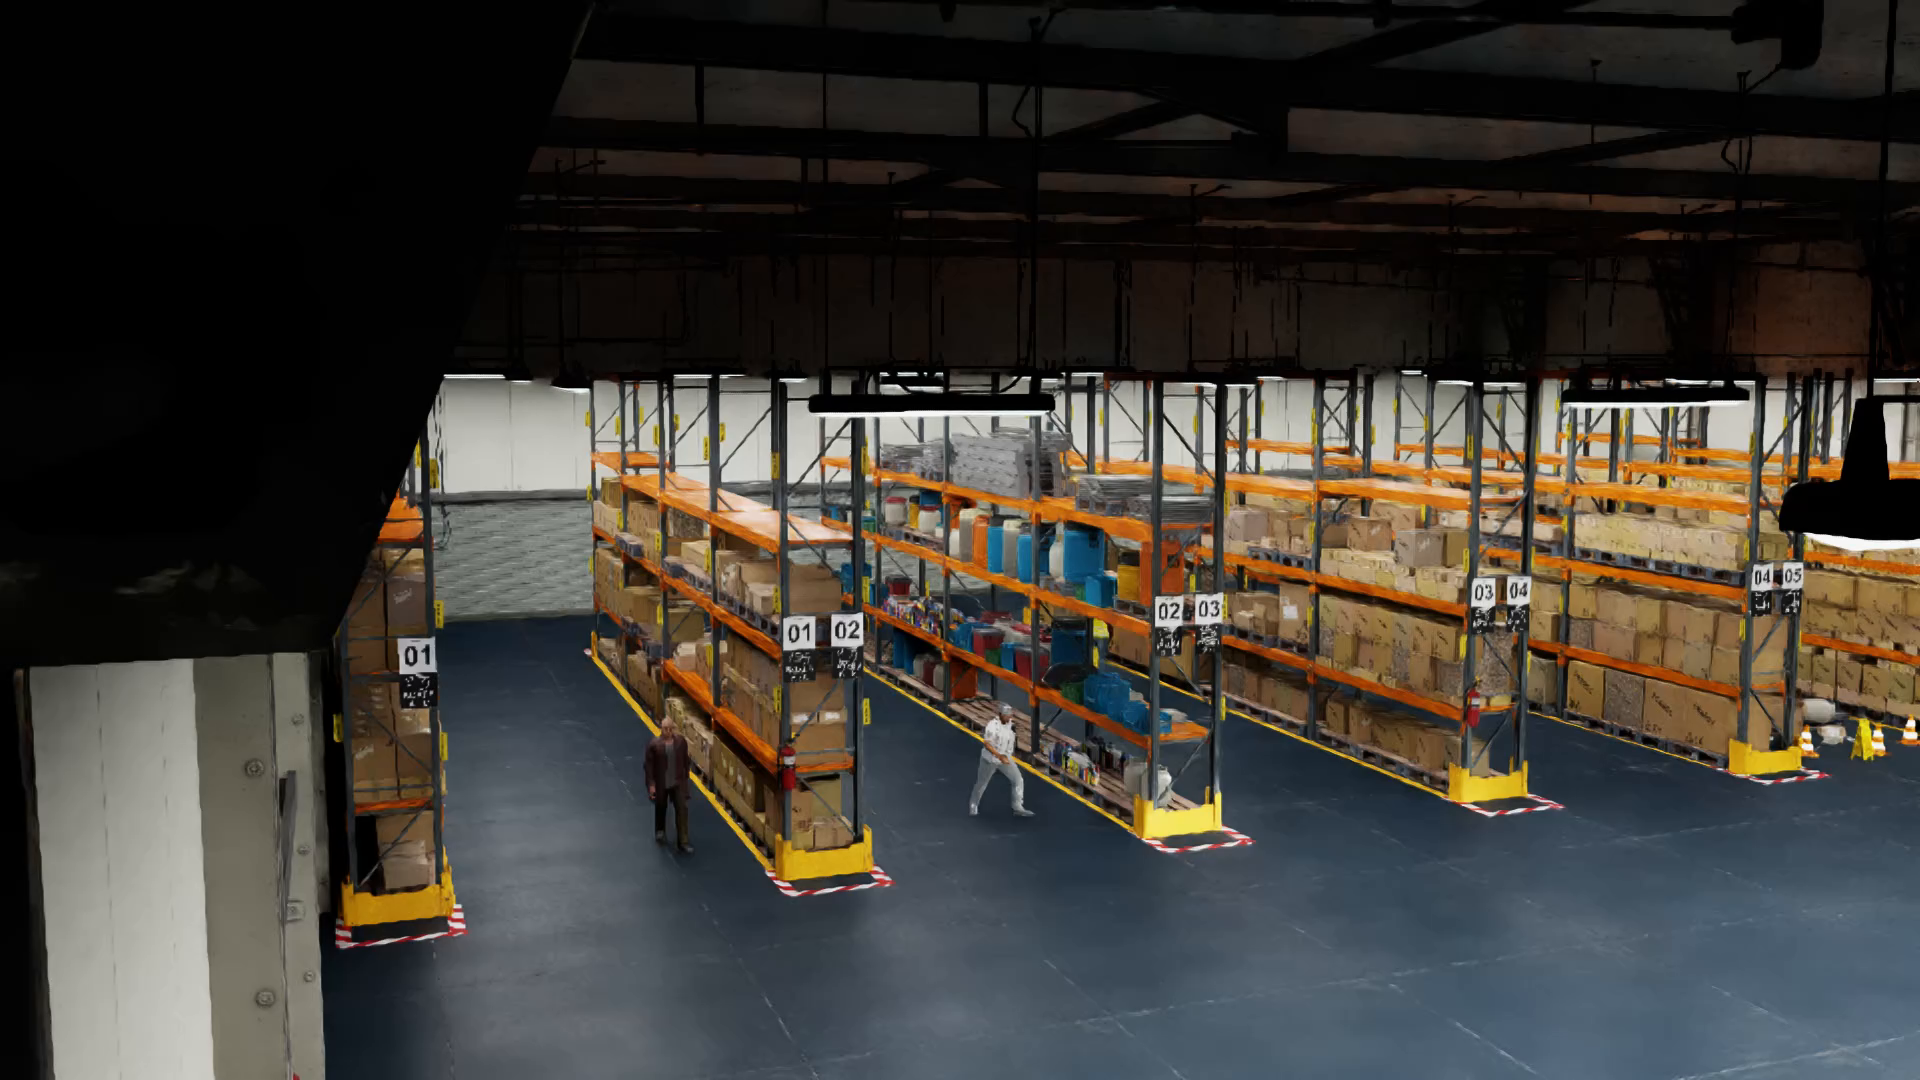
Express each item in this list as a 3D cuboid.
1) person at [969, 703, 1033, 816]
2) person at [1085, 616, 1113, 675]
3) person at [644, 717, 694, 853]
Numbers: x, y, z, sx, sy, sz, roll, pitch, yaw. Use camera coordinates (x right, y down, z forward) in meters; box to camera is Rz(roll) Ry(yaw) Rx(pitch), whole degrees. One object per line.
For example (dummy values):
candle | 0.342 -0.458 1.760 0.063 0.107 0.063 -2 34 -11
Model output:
person | 0.525 2.989 22.818 0.656 1.597 0.818 -5 8 -37
person | 2.709 1.859 32.075 0.632 1.771 0.447 5 8 39
person | -3.733 3.092 21.282 0.599 1.696 1.174 -2 7 -18
